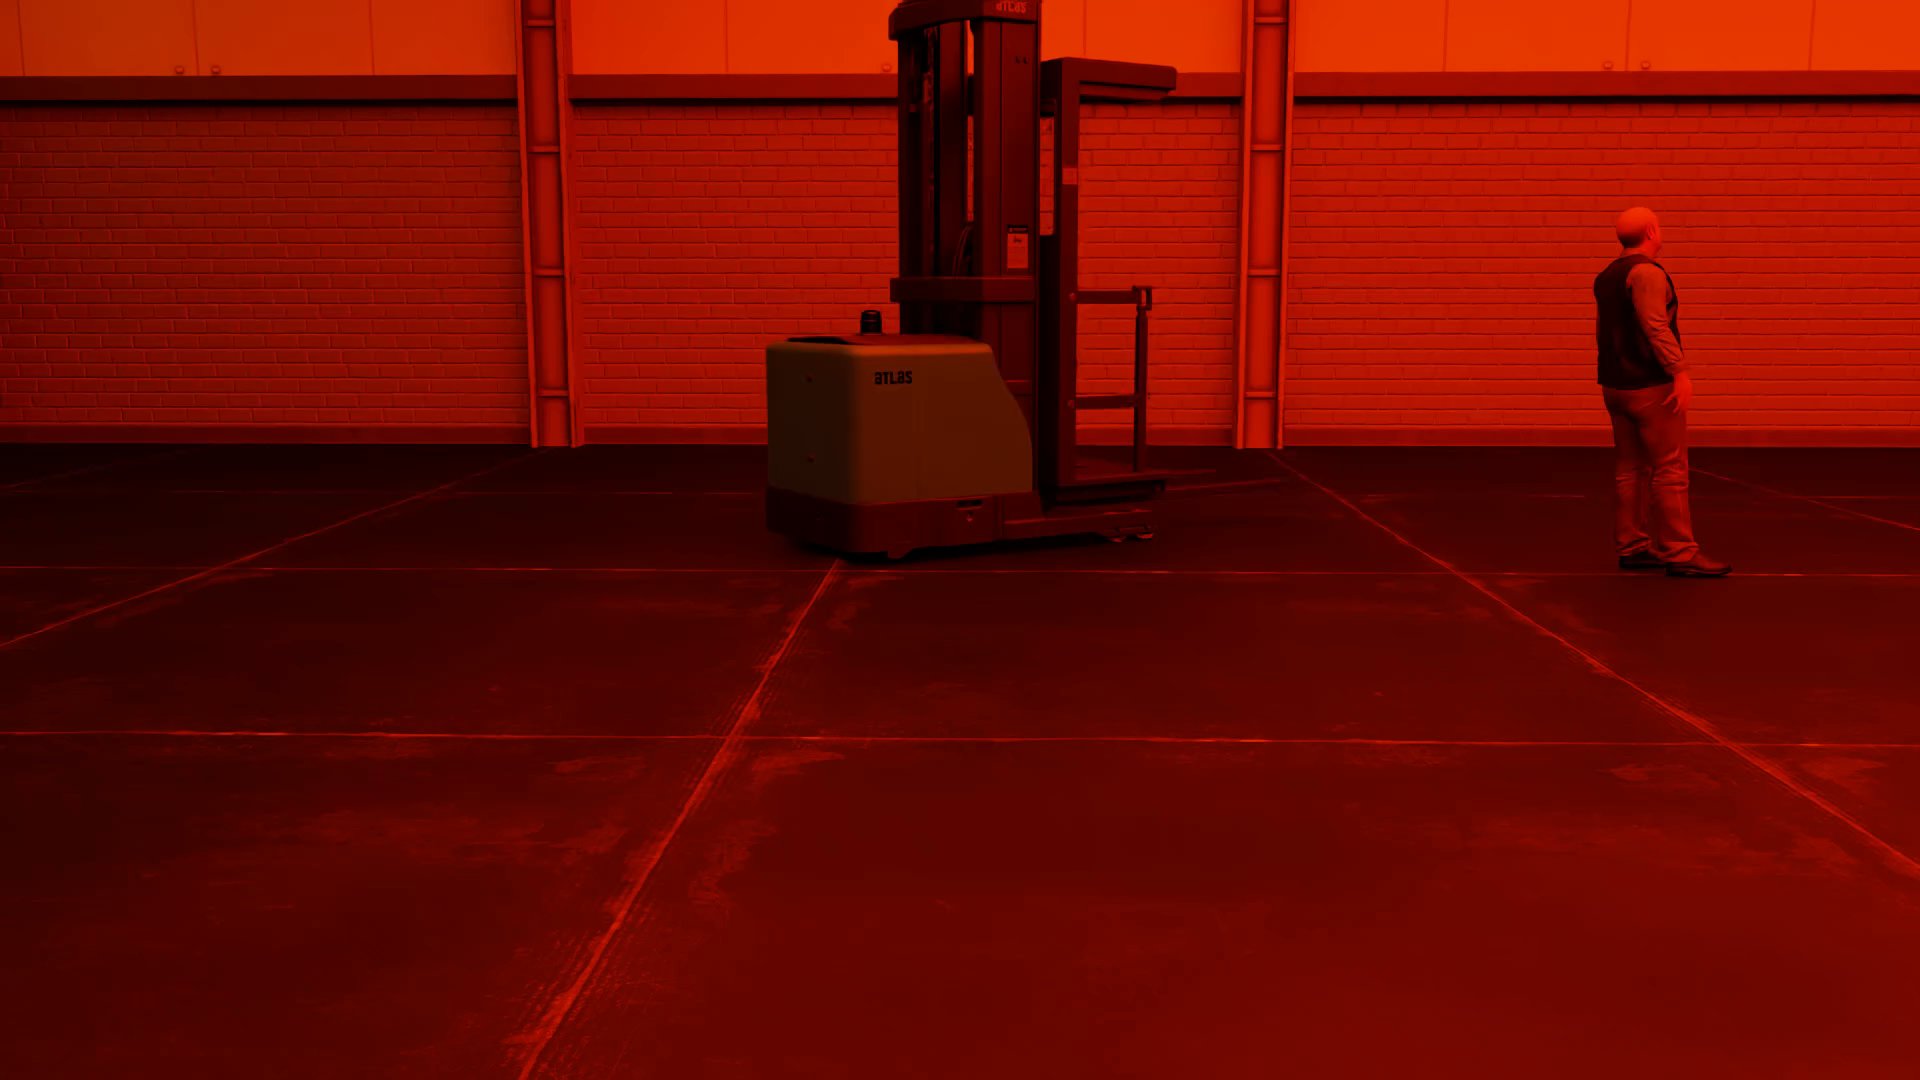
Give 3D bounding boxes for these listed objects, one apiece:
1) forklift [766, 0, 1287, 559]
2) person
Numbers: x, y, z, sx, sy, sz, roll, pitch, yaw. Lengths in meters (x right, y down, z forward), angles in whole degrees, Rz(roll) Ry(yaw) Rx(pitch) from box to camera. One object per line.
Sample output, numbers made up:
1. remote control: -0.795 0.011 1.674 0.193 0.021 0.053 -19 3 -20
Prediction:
1. forklift: 0.480 -1.498 9.100 3.031 2.935 1.130 -6 10 -32
2. person: 3.340 -0.720 7.969 0.568 1.720 0.631 -1 9 -6
